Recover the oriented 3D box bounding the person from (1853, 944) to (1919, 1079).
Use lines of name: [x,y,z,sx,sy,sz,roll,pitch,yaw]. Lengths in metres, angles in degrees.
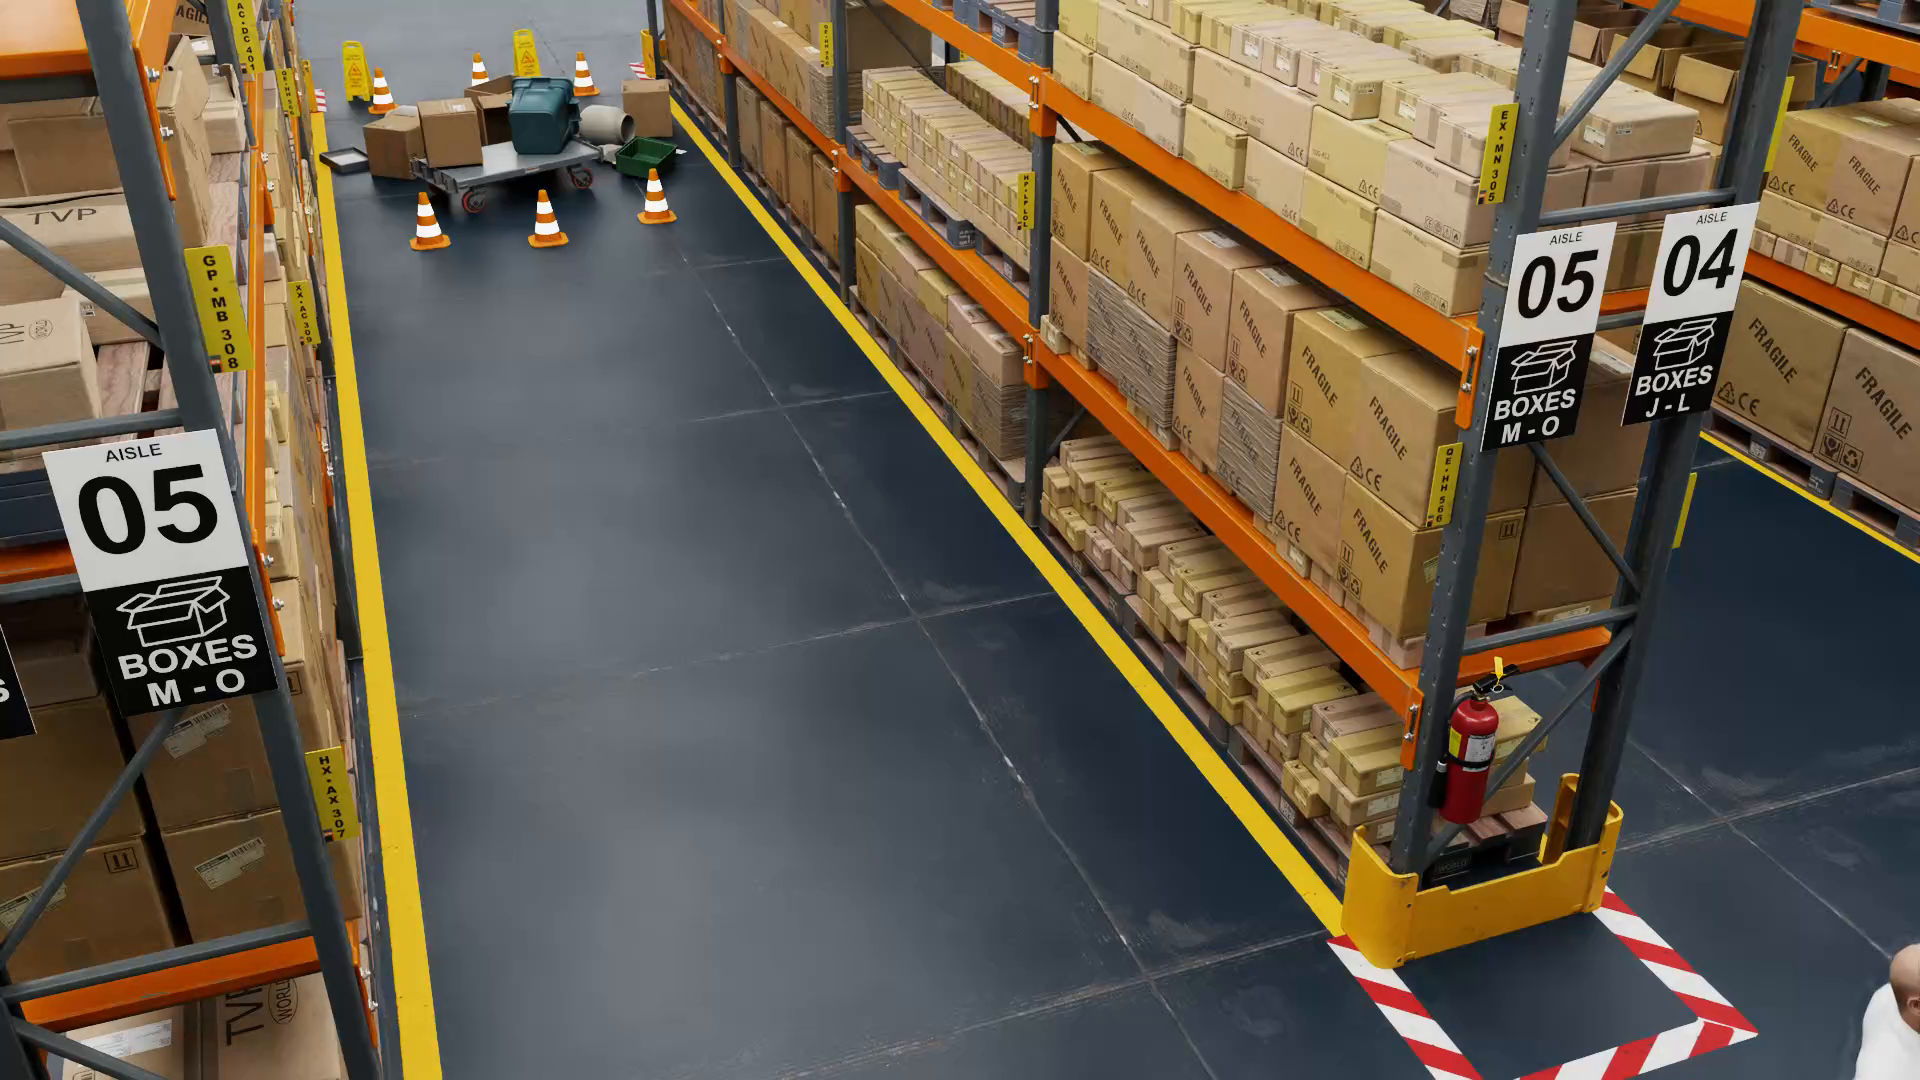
person: [2.803,1.908,4.978,1.124,1.722,0.572,14,32,23]
